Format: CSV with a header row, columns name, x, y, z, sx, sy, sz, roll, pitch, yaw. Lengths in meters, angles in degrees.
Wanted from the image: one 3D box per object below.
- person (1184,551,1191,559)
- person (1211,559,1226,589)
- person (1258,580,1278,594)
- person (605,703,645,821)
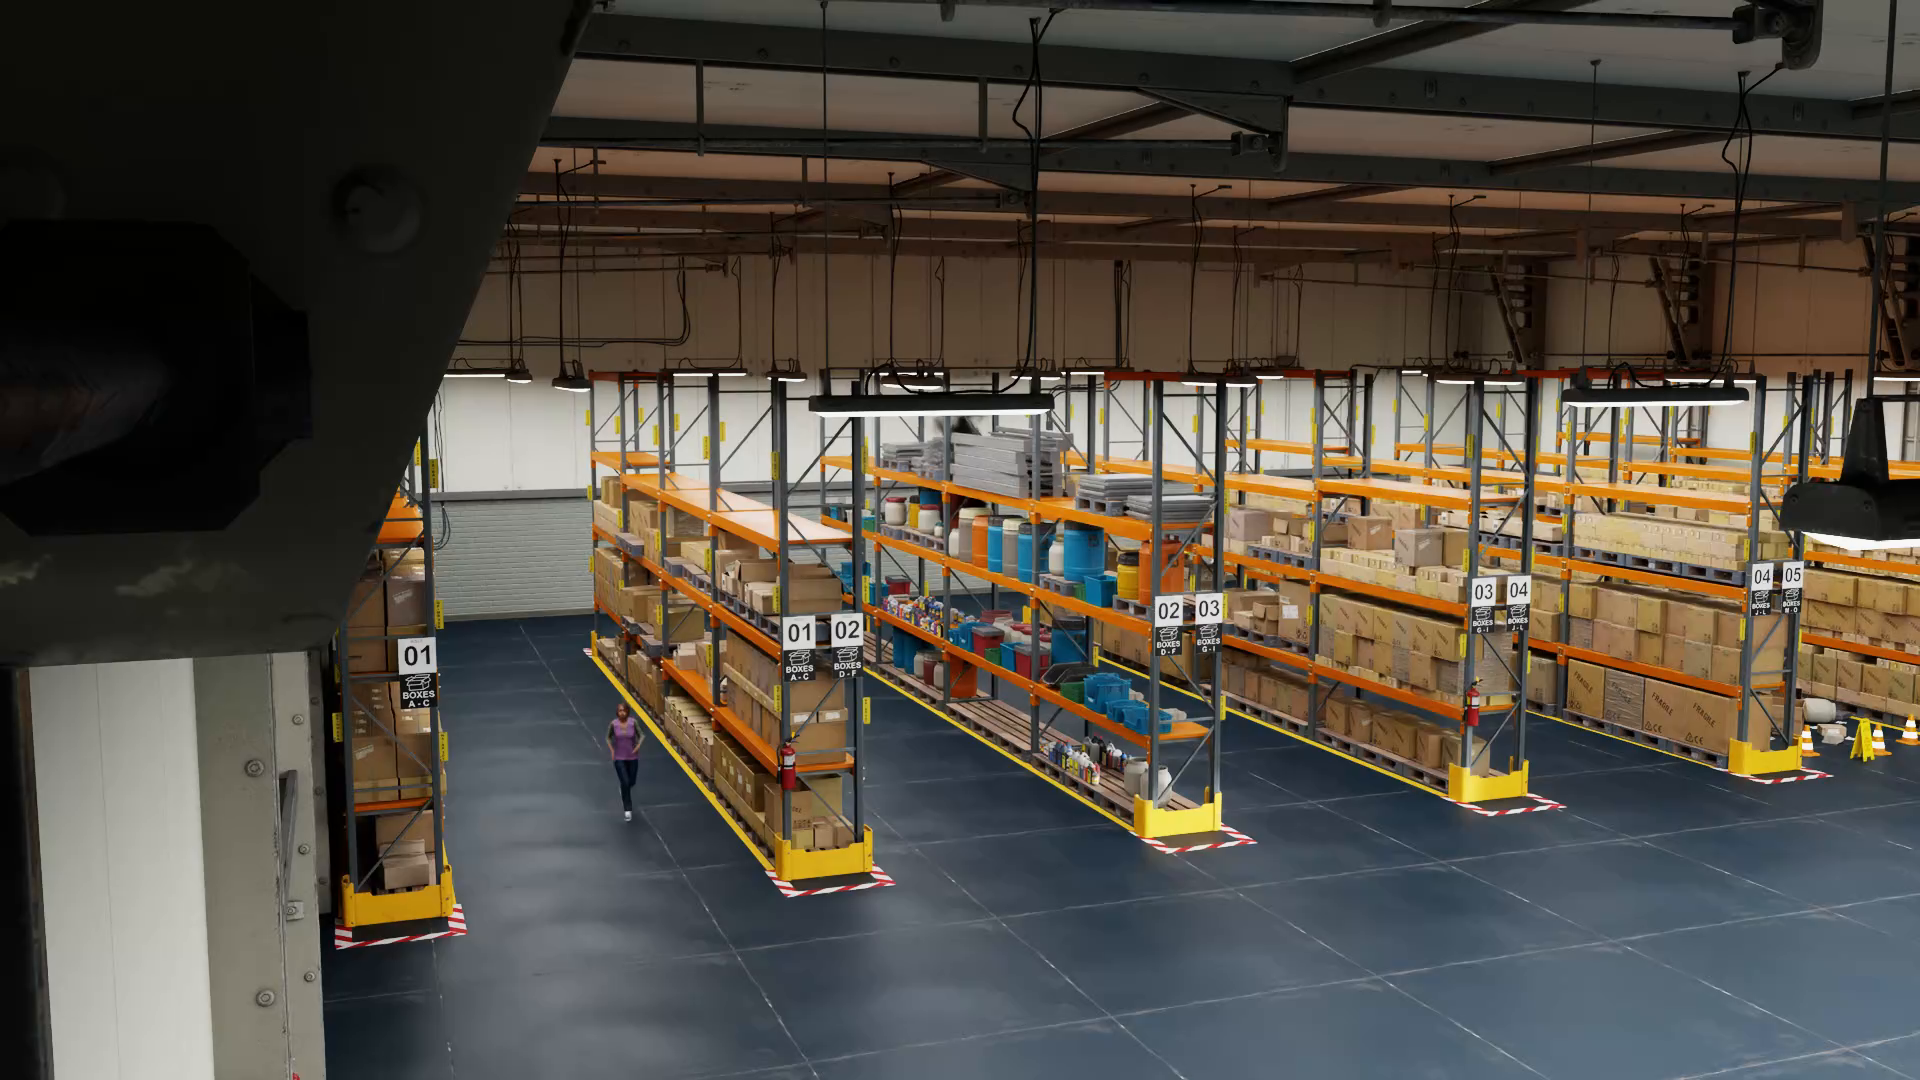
name,x,y,z,sx,sy,sz,roll,pitch,yaw
person,5.239,1.101,39.089,0.757,1.777,0.870,0,6,1
person,5.773,1.252,37.917,0.638,1.686,0.648,-3,7,-23
person,7.526,0.858,41.379,0.772,1.724,0.712,4,7,31
person,-4.605,3.010,22.879,0.533,1.590,0.697,-2,7,-16
